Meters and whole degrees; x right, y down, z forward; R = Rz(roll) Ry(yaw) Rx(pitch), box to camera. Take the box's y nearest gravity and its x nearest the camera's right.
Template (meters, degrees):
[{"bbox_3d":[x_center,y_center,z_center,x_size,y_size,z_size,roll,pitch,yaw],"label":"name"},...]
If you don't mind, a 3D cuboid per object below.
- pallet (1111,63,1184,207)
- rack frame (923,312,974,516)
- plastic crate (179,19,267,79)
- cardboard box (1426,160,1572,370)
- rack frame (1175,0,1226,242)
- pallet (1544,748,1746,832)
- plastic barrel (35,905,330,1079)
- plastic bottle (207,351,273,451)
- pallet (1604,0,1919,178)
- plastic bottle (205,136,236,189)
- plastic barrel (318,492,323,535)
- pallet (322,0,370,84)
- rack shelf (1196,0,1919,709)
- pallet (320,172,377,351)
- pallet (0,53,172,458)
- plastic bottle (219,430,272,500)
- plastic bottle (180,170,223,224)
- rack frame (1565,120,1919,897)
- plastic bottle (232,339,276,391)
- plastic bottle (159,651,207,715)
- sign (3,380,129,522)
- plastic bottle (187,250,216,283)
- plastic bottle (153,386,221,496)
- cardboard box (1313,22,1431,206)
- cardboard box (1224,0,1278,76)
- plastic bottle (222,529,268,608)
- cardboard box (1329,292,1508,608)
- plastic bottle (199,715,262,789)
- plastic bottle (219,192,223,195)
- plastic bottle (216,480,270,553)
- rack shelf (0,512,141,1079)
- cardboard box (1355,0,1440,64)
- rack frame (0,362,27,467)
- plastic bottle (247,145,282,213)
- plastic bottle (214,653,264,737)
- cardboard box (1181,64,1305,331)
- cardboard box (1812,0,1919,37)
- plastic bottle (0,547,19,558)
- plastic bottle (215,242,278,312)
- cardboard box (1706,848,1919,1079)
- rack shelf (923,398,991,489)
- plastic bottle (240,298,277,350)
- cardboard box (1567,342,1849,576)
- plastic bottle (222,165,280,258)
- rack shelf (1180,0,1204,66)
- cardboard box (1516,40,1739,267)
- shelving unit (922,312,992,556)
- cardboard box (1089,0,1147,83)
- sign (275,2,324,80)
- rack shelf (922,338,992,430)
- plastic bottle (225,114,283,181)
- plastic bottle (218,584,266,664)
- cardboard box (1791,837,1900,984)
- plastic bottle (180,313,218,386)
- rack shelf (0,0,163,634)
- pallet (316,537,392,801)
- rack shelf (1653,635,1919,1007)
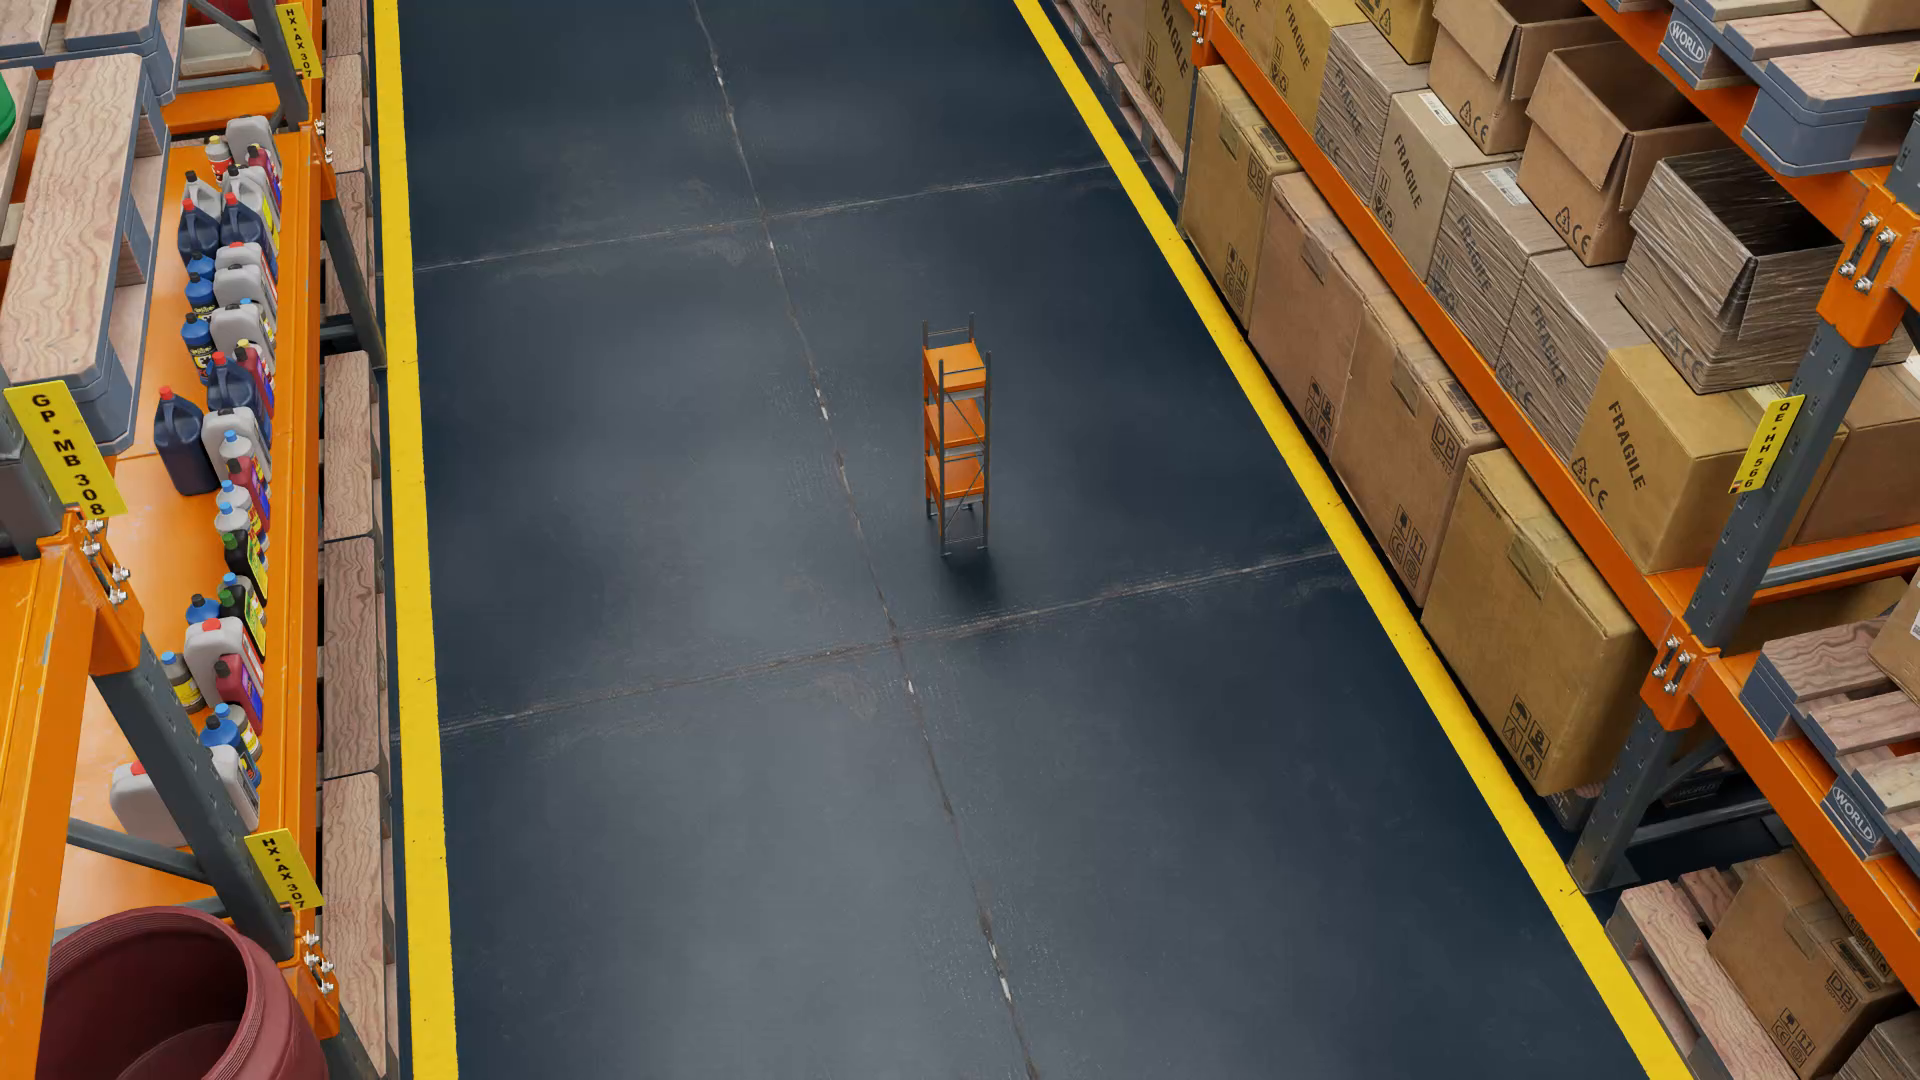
[{"bbox_3d":[1.491,-2.269,9.077,1.003,0.211,1.213,-11,47,-10],"label":"pallet"},{"bbox_3d":[-0.045,-0.489,6.745,0.200,1.050,0.008,-11,47,-10],"label":"rack frame"},{"bbox_3d":[-3.158,-2.076,7.078,0.396,0.136,0.243,-11,47,-10],"label":"plastic crate"},{"bbox_3d":[2.011,-0.978,5.789,0.500,0.500,0.500,-12,47,-12],"label":"cardboard box"},{"bbox_3d":[1.610,-2.706,7.552,1.000,3.000,0.127,-11,47,-10],"label":"rack frame"},{"bbox_3d":[2.505,0.474,6.388,1.003,0.211,1.213,-11,47,-10],"label":"pallet"},{"bbox_3d":[-1.742,1.179,3.650,0.600,0.536,0.708,-11,47,-10],"label":"plastic barrel"},{"bbox_3d":[-2.344,-0.447,5.374,0.144,0.351,0.185,-11,47,-10],"label":"plastic bottle"},{"bbox_3d":[2.418,-1.363,4.268,1.213,0.211,1.003,-9,46,-8],"label":"pallet"},{"bbox_3d":[-2.880,-1.482,6.492,0.097,0.201,0.097,0,46,0],"label":"plastic bottle"},{"bbox_3d":[-2.873,-0.345,6.414,0.600,0.901,0.708,-11,47,-10],"label":"plastic barrel"},{"bbox_3d":[-4.028,-3.009,9.802,1.003,0.211,1.213,-11,47,-10],"label":"pallet"},{"bbox_3d":[2.122,-1.073,6.456,1.077,0.370,4.000,-11,47,-10],"label":"rack shelf"},{"bbox_3d":[-3.403,-1.325,8.151,1.003,0.211,1.213,-11,47,-10],"label":"pallet"},{"bbox_3d":[-2.255,-0.568,3.489,1.003,0.211,1.213,-11,47,-10],"label":"pallet"},{"bbox_3d":[-2.251,-0.234,5.220,0.097,0.271,0.097,0,46,0],"label":"plastic bottle"},{"bbox_3d":[-2.765,-1.182,6.093,0.144,0.351,0.185,-11,47,-10],"label":"plastic bottle"},{"bbox_3d":[2.634,0.056,4.846,1.000,3.000,0.127,-11,47,-10],"label":"rack frame"},{"bbox_3d":[-2.391,-0.589,5.617,0.097,0.201,0.097,0,46,0],"label":"plastic bottle"},{"bbox_3d":[-2.186,0.390,4.658,0.097,0.201,0.097,0,46,0],"label":"plastic bottle"},{"bbox_3d":[-1.623,-0.157,3.028,0.100,0.325,0.005,-11,47,-10],"label":"sign"},{"bbox_3d":[-2.657,-0.906,5.878,0.097,0.271,0.097,0,46,0],"label":"plastic bottle"},{"bbox_3d":[-2.456,-0.327,5.255,0.144,0.351,0.185,-11,47,-10],"label":"plastic bottle"},{"bbox_3d":[1.744,-1.685,6.482,0.500,0.500,0.500,-12,47,-11],"label":"cardboard box"},{"bbox_3d":[1.487,-2.377,7.160,0.500,0.500,0.500,-11,47,-10],"label":"cardboard box"},{"bbox_3d":[-2.119,0.065,4.919,0.061,0.283,0.133,-11,47,-10],"label":"plastic bottle"},{"bbox_3d":[2.257,-0.444,6.530,1.225,0.875,0.875,-11,47,-10],"label":"cardboard box"},{"bbox_3d":[-1.955,0.564,4.438,0.097,0.271,0.097,0,46,0],"label":"plastic bottle"},{"bbox_3d":[-2.786,-1.230,6.245,0.097,0.201,0.097,0,46,0],"label":"plastic bottle"},{"bbox_3d":[-2.192,-0.074,5.063,0.097,0.271,0.097,0,46,0],"label":"plastic bottle"},{"bbox_3d":[-1.641,1.544,1.791,1.077,0.370,4.000,-11,47,-10],"label":"rack shelf"},{"bbox_3d":[1.946,-2.176,6.261,0.797,0.503,0.637,-10,46,-10],"label":"cardboard box"},{"bbox_3d":[-2.153,-1.138,1.816,1.000,3.000,0.127,-11,47,-10],"label":"rack frame"},{"bbox_3d":[-2.661,-1.395,6.349,0.061,0.283,0.133,-11,47,-10],"label":"plastic bottle"},{"bbox_3d":[-1.992,0.409,4.581,0.061,0.283,0.133,-11,47,-10],"label":"plastic bottle"},{"bbox_3d":[1.794,-1.671,7.731,1.225,0.875,0.875,-11,47,-10],"label":"cardboard box"},{"bbox_3d":[2.409,-1.585,3.987,0.797,0.503,0.637,-8,46,-8],"label":"cardboard box"},{"bbox_3d":[-2.962,-0.129,5.061,0.144,0.351,0.185,-11,47,-10],"label":"plastic bottle"},{"bbox_3d":[-2.541,-0.943,5.912,0.152,0.276,0.135,-11,47,-10],"label":"plastic bottle"},{"bbox_3d":[2.825,1.236,5.132,0.700,0.500,0.500,-13,47,-12],"label":"cardboard box"},{"bbox_3d":[-0.014,-0.397,6.670,0.215,0.259,0.240,-11,47,-10],"label":"rack shelf"},{"bbox_3d":[-2.451,-0.749,5.774,0.097,0.201,0.097,0,46,0],"label":"plastic bottle"},{"bbox_3d":[2.269,-0.274,5.099,0.500,0.500,0.500,-9,46,-9],"label":"cardboard box"},{"bbox_3d":[-2.626,-1.208,6.119,0.144,0.351,0.185,-11,47,-10],"label":"plastic bottle"},{"bbox_3d":[1.098,-3.835,9.162,1.077,0.370,4.000,-11,47,-10],"label":"rack shelf"},{"bbox_3d":[2.299,-1.288,5.391,0.797,0.503,0.637,-10,46,-9],"label":"cardboard box"},{"bbox_3d":[-0.014,-0.404,6.662,0.215,1.050,0.252,-11,47,-10],"label":"shelving unit"},{"bbox_3d":[1.288,-3.201,9.231,0.875,0.875,0.875,-11,47,-10],"label":"cardboard box"},{"bbox_3d":[-2.645,-1.996,6.663,0.100,0.325,0.005,-11,47,-10],"label":"sign"},{"bbox_3d":[-0.014,-0.596,6.467,0.215,0.259,0.240,-11,47,-10],"label":"rack shelf"},{"bbox_3d":[-2.764,-1.544,6.500,0.152,0.276,0.135,-11,47,-10],"label":"plastic bottle"},{"bbox_3d":[-2.060,0.224,4.762,0.061,0.283,0.133,-11,47,-10],"label":"plastic bottle"},{"bbox_3d":[2.835,0.972,4.865,0.500,0.250,0.500,-9,46,-9],"label":"cardboard box"},{"bbox_3d":[-2.563,-0.653,5.630,0.097,0.271,0.097,0,46,0],"label":"plastic bottle"},{"bbox_3d":[-2.665,-1.217,4.497,1.077,0.370,4.000,-11,47,-10],"label":"rack shelf"},{"bbox_3d":[-2.704,0.560,6.304,1.003,0.211,1.213,-11,47,-10],"label":"pallet"},{"bbox_3d":[3.146,1.689,3.749,1.077,0.370,4.000,-11,47,-10],"label":"rack shelf"}]
